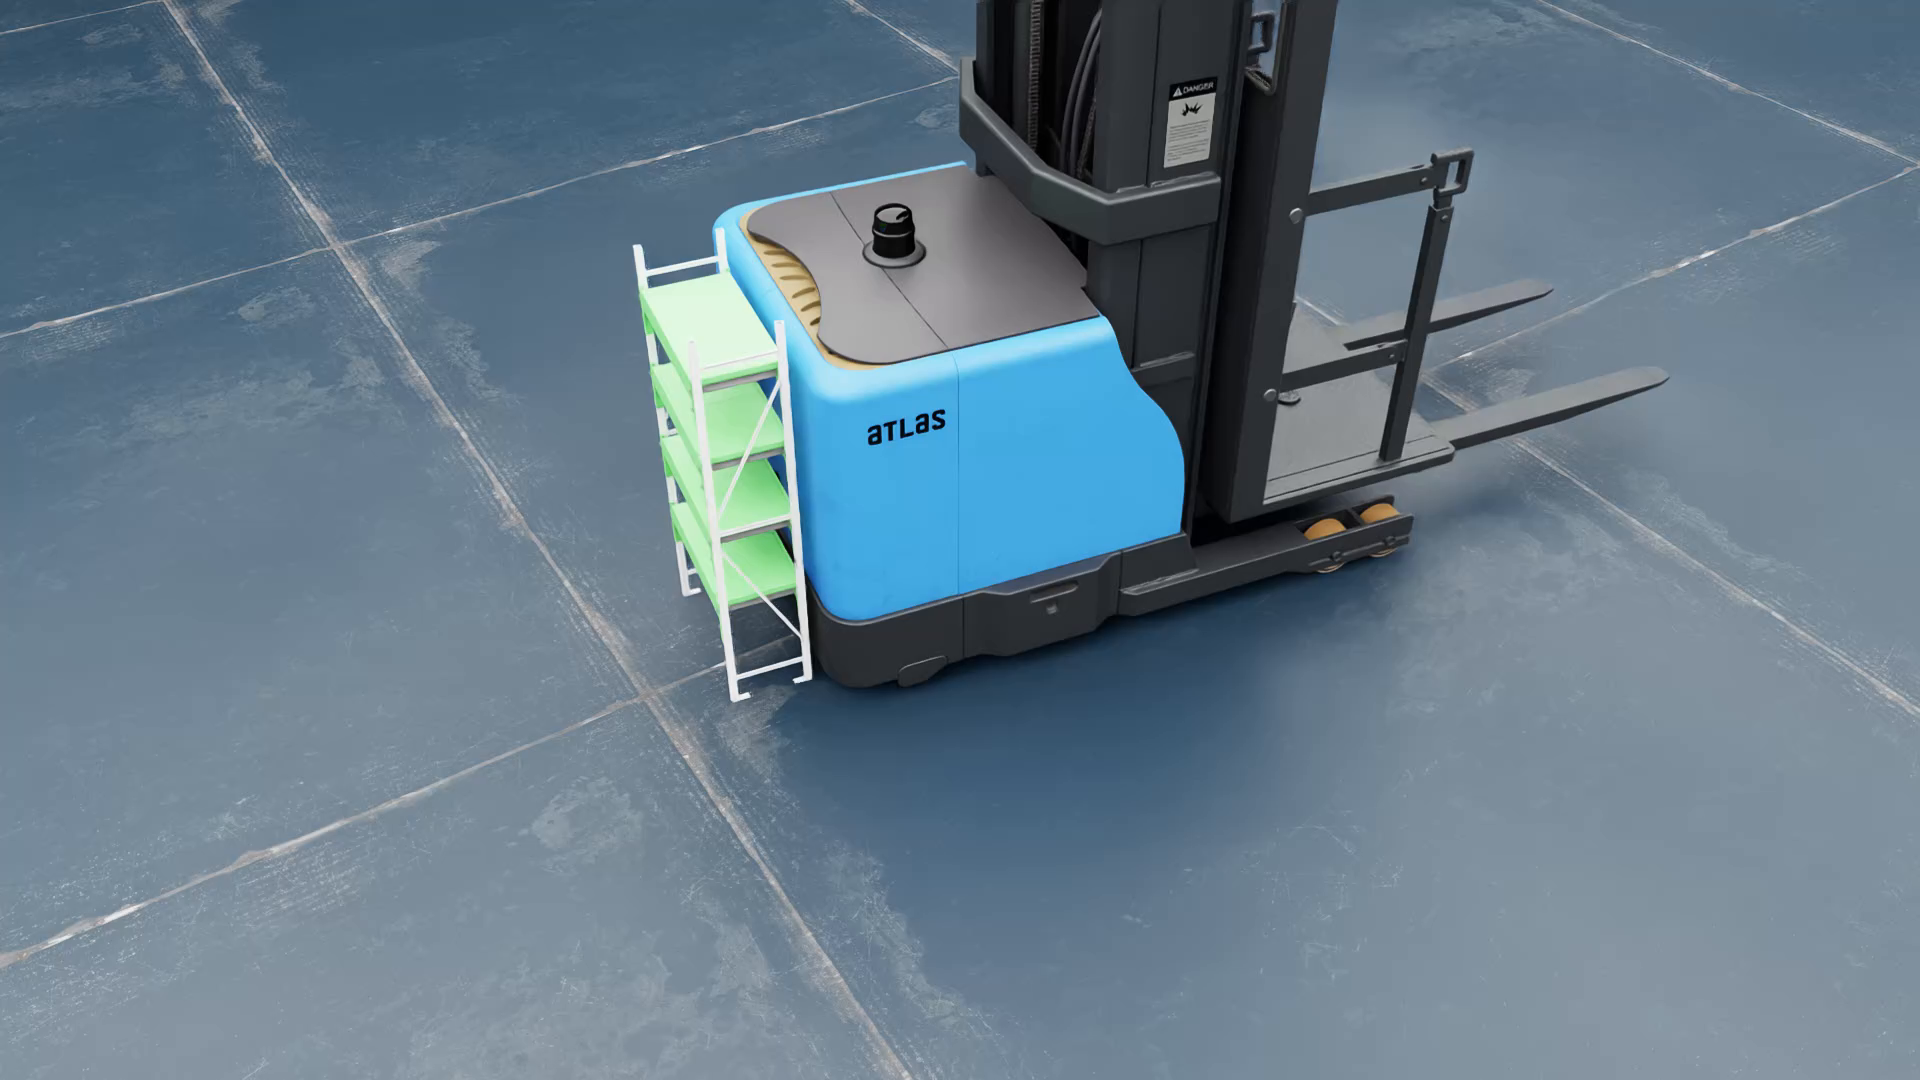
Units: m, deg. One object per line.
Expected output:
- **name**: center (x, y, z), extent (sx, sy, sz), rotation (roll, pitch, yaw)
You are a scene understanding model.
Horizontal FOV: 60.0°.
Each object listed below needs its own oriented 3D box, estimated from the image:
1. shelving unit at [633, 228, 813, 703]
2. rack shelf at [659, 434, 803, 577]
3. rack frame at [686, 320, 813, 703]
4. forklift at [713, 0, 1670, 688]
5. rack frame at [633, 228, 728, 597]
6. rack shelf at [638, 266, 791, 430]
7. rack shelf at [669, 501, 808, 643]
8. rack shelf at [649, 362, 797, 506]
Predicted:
- **shelving unit**: center (-0.633, -0.180, 4.528), extent (0.258, 1.200, 0.503), rotation (-15, 42, -18)
- **rack shelf**: center (-0.633, -0.131, 4.569), extent (0.258, 0.148, 0.480), rotation (-15, 42, -18)
- **rack frame**: center (-0.536, -0.036, 4.356), extent (0.240, 1.200, 0.015), rotation (-15, 42, -18)
- **forklift**: center (0.853, -1.322, 4.547), extent (3.031, 2.935, 1.130), rotation (-15, 42, -17)
- **rack frame**: center (-0.730, -0.323, 4.701), extent (0.240, 1.200, 0.015), rotation (-15, 42, -18)
- **rack shelf**: center (-0.633, -0.499, 4.262), extent (0.258, 0.148, 0.480), rotation (-15, 42, -18)
- **rack shelf**: center (-0.633, 0.054, 4.723), extent (0.258, 0.148, 0.480), rotation (-15, 42, -18)
- **rack shelf**: center (-0.633, -0.315, 4.416), extent (0.258, 0.148, 0.480), rotation (-15, 42, -18)
